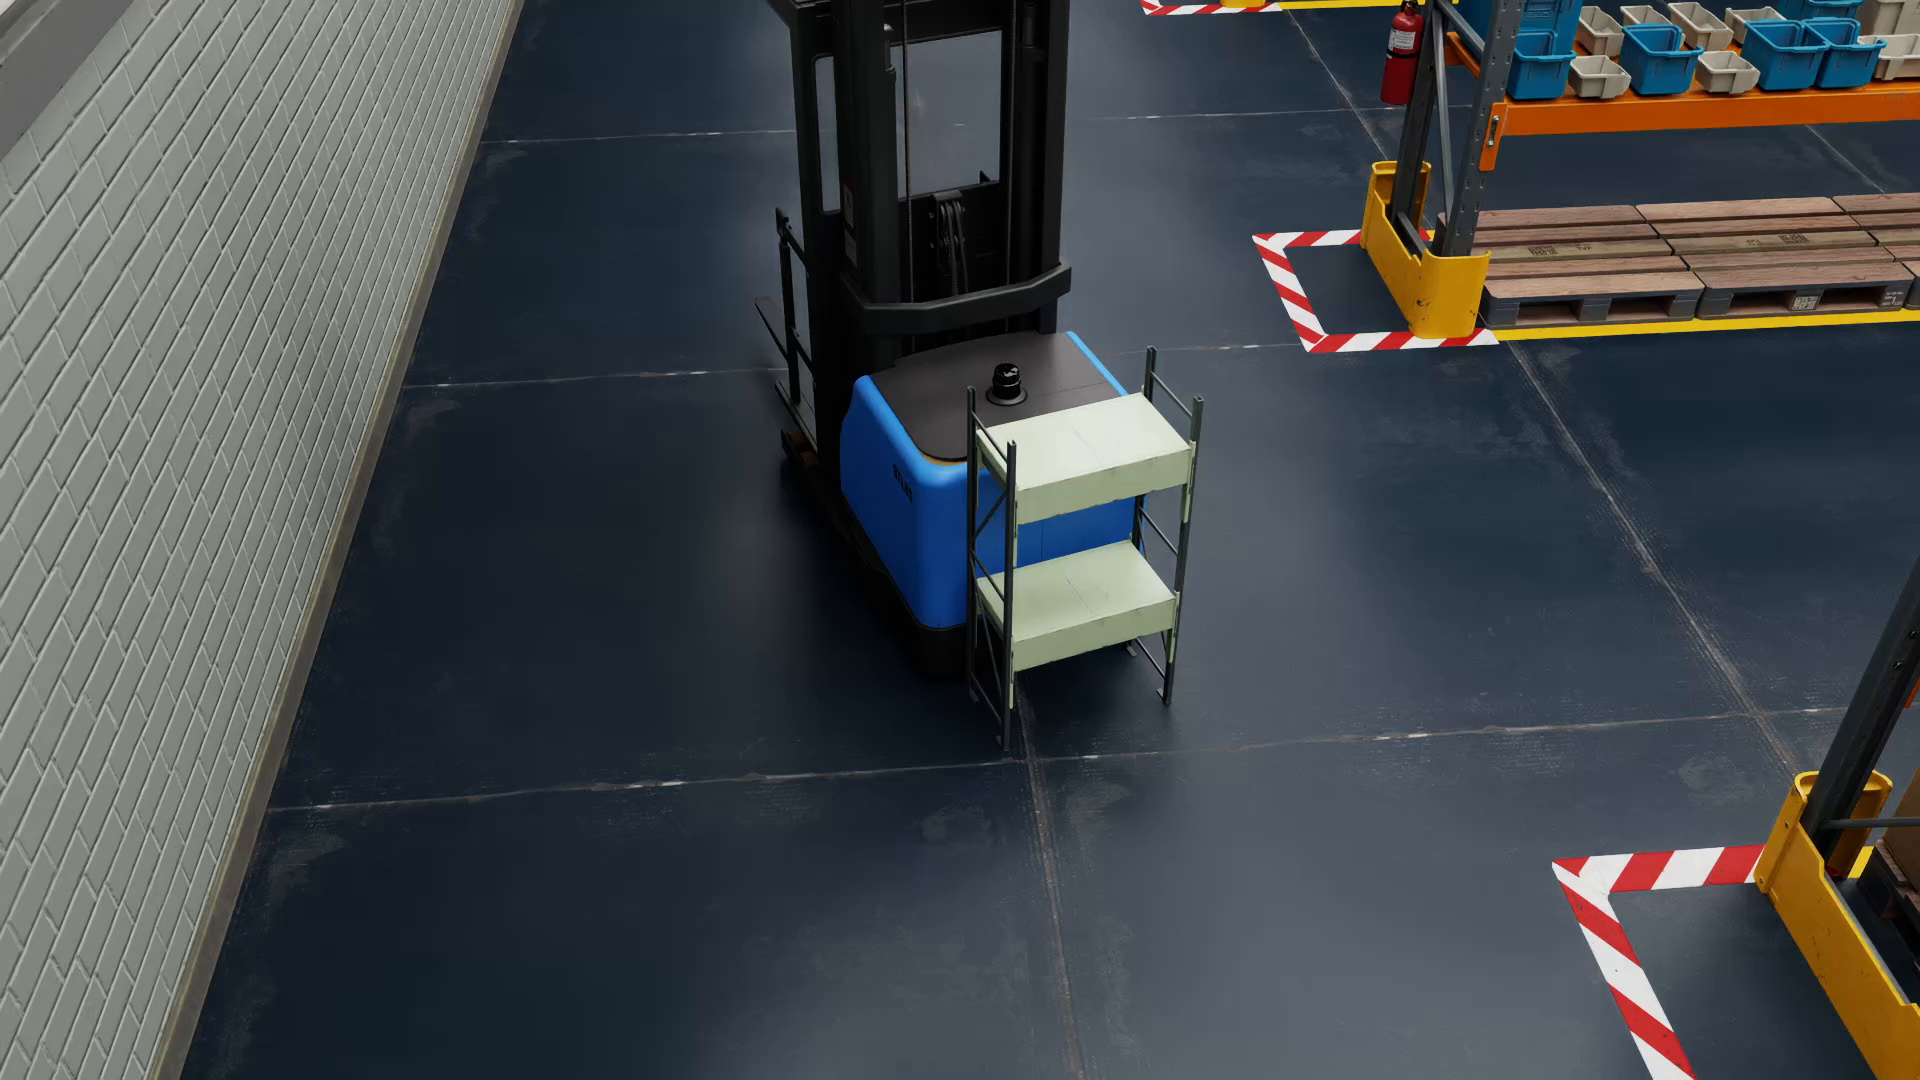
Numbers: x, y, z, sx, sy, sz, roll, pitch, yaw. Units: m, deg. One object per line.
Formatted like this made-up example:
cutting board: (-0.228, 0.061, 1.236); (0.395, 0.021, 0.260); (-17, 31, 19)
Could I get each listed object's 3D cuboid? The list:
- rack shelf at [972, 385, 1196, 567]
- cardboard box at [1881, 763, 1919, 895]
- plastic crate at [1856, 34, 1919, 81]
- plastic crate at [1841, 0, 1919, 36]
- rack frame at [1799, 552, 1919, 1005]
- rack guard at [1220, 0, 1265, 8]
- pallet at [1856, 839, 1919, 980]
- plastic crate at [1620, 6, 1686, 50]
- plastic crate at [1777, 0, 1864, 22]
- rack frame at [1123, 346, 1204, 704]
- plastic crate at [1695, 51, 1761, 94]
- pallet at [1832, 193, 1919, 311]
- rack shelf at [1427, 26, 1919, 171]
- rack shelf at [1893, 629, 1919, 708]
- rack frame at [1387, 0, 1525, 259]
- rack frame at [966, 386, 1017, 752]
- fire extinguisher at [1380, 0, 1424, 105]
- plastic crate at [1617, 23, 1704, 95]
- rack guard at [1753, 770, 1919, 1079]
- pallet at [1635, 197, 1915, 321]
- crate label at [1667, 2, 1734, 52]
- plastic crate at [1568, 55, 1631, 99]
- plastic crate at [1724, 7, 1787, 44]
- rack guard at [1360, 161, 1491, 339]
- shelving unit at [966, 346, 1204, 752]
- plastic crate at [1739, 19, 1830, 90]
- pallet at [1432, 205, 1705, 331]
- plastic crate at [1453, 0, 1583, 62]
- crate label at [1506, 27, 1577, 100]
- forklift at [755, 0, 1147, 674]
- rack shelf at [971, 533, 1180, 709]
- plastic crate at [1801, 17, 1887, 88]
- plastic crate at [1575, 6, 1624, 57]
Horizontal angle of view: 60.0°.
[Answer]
rack shelf: (0.450, -0.246, 6.220); (0.720, 0.370, 0.431); (-14, 40, -17)
cardboard box: (3.602, 1.026, 5.692); (0.500, 0.500, 0.500); (-3, 38, -4)
plastic crate: (4.923, -2.516, 8.682); (0.466, 0.136, 0.293); (-3, 38, -4)
plastic crate: (5.094, -2.884, 9.031); (0.530, 0.282, 0.437); (-3, 38, -4)
rack frame: (3.082, 0.399, 4.823); (0.127, 3.000, 1.000); (-3, 38, -4)
rack guard: (2.184, -4.731, 13.342); (0.348, 0.500, 1.175); (-3, 38, -4)
pallet: (3.952, 1.445, 5.748); (1.213, 0.211, 1.003); (-3, 38, -4)
plastic crate: (3.733, -2.741, 8.967); (0.243, 0.136, 0.396); (-3, 38, -4)
plastic crate: (4.670, -2.886, 9.073); (0.300, 0.233, 0.416); (-3, 38, -4)
rack frame: (0.789, -0.025, 6.571); (0.023, 1.500, 0.400); (-14, 40, -17)
plastic crate: (3.924, -2.392, 8.524); (0.298, 0.136, 0.250); (-3, 38, -4)
pallet: (5.902, -1.718, 9.757); (1.213, 0.211, 1.003); (-3, 38, -4)
rack shelf: (4.639, -2.485, 9.059); (4.000, 0.370, 1.077); (-3, 38, -4)
rack shelf: (5.074, 0.571, 5.185); (4.000, 0.370, 1.077); (-3, 38, -4)
rack frame: (2.647, -2.658, 8.697); (0.127, 3.000, 1.000); (-3, 38, -4)
rack frame: (0.111, 0.146, 6.354); (0.023, 1.500, 0.400); (-14, 40, -17)
fire extinguisher: (2.456, -2.753, 9.181); (0.183, 0.674, 0.296); (-3, 38, -4)
plastic crate: (3.578, -2.462, 8.535); (0.300, 0.233, 0.416); (-3, 38, -4)
rack guard: (3.158, 1.376, 5.603); (0.348, 0.500, 1.175); (-3, 38, -4)
pallet: (4.684, -1.649, 9.670); (1.213, 0.211, 1.003); (-3, 38, -4)
crate label: (4.008, -2.771, 9.005); (0.243, 0.136, 0.396); (-3, 38, -4)
plastic crate: (3.249, -2.355, 8.477); (0.298, 0.136, 0.250); (-3, 38, -4)
plastic crate: (4.302, -2.799, 9.041); (0.250, 0.136, 0.298); (-3, 38, -4)
rack guard: (2.624, -1.667, 9.459); (0.348, 0.500, 1.175); (-3, 38, -4)
shelving unit: (0.450, 0.061, 6.462); (0.755, 1.500, 0.431); (-14, 40, -17)
plastic crate: (4.233, -2.498, 8.581); (0.300, 0.233, 0.416); (-3, 38, -4)
pallet: (3.472, -1.584, 9.587); (1.213, 0.211, 1.003); (-3, 38, -4)
plastic crate: (2.964, -2.829, 8.837); (0.499, 0.435, 0.616); (-3, 38, -4)
crate label: (2.922, -2.426, 8.490); (0.303, 0.233, 0.416); (-3, 38, -4)
forklift: (-0.234, -1.508, 7.295); (1.130, 2.935, 3.031); (-14, 40, -17)
rack shelf: (0.450, 0.317, 6.664); (0.720, 0.370, 0.431); (-14, 40, -17)
plastic crate: (4.532, -2.515, 8.602); (0.300, 0.233, 0.416); (-3, 38, -4)
plastic crate: (3.443, -2.734, 8.958); (0.243, 0.136, 0.396); (-3, 38, -4)
